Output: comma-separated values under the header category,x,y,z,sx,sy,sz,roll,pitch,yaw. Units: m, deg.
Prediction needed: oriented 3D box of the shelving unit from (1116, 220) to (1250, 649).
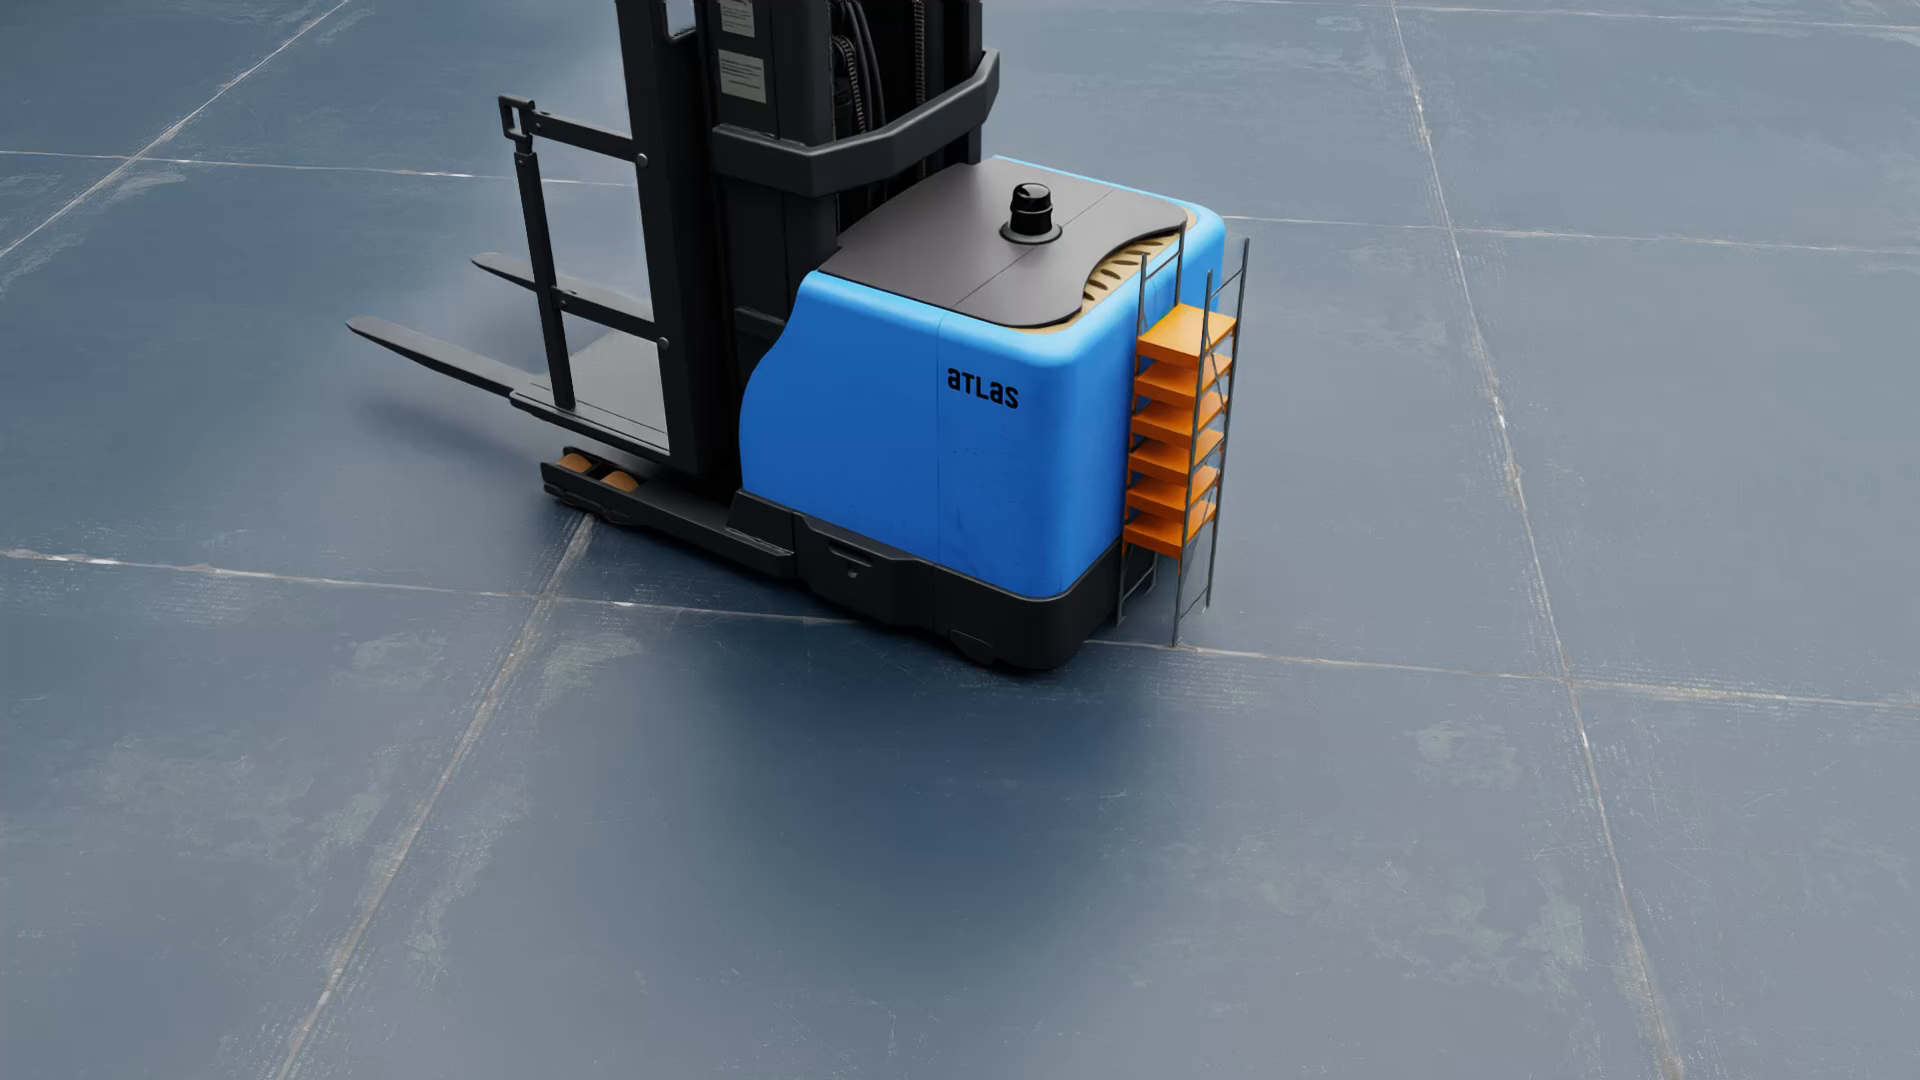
category,x,y,z,sx,sy,sz,roll,pitch,yaw
shelving unit,0.603,-0.262,4.584,0.189,1.200,0.258,20,40,26

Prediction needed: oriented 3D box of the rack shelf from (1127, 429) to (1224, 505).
category,x,y,z,sx,sy,sz,roll,pitch,yaw
rack shelf,0.603,-0.226,4.610,0.180,0.103,0.258,20,40,26

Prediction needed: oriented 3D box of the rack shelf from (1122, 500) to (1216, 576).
category,x,y,z,sx,sy,sz,roll,pitch,yaw
rack shelf,0.603,-0.031,4.750,0.180,0.103,0.258,20,40,26

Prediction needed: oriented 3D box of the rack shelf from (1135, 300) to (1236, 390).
category,x,y,z,sx,sy,sz,roll,pitch,yaw
rack shelf,0.603,-0.519,4.401,0.180,0.103,0.258,20,40,26

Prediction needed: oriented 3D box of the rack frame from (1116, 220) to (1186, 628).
category,x,y,z,sx,sy,sz,roll,pitch,yaw
rack frame,0.525,-0.291,4.624,0.006,1.200,0.240,20,40,26

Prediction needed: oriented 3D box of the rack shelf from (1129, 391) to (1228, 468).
category,x,y,z,sx,sy,sz,roll,pitch,yaw
rack shelf,0.603,-0.324,4.540,0.180,0.103,0.258,20,40,26

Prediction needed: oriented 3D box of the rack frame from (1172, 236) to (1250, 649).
category,x,y,z,sx,sy,sz,roll,pitch,yaw
rack frame,0.680,-0.233,4.544,0.006,1.200,0.240,20,40,26

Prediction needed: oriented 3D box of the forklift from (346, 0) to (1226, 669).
category,x,y,z,sx,sy,sz,roll,pitch,yaw
forklift,-0.749,-1.480,4.801,3.031,2.935,1.130,20,40,26

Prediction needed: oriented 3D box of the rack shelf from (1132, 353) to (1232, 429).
category,x,y,z,sx,sy,sz,roll,pitch,yaw
rack shelf,0.603,-0.421,4.471,0.180,0.103,0.258,20,40,26

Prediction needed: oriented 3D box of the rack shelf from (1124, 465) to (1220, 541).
category,x,y,z,sx,sy,sz,roll,pitch,yaw
rack shelf,0.603,-0.128,4.680,0.180,0.103,0.258,20,40,26
